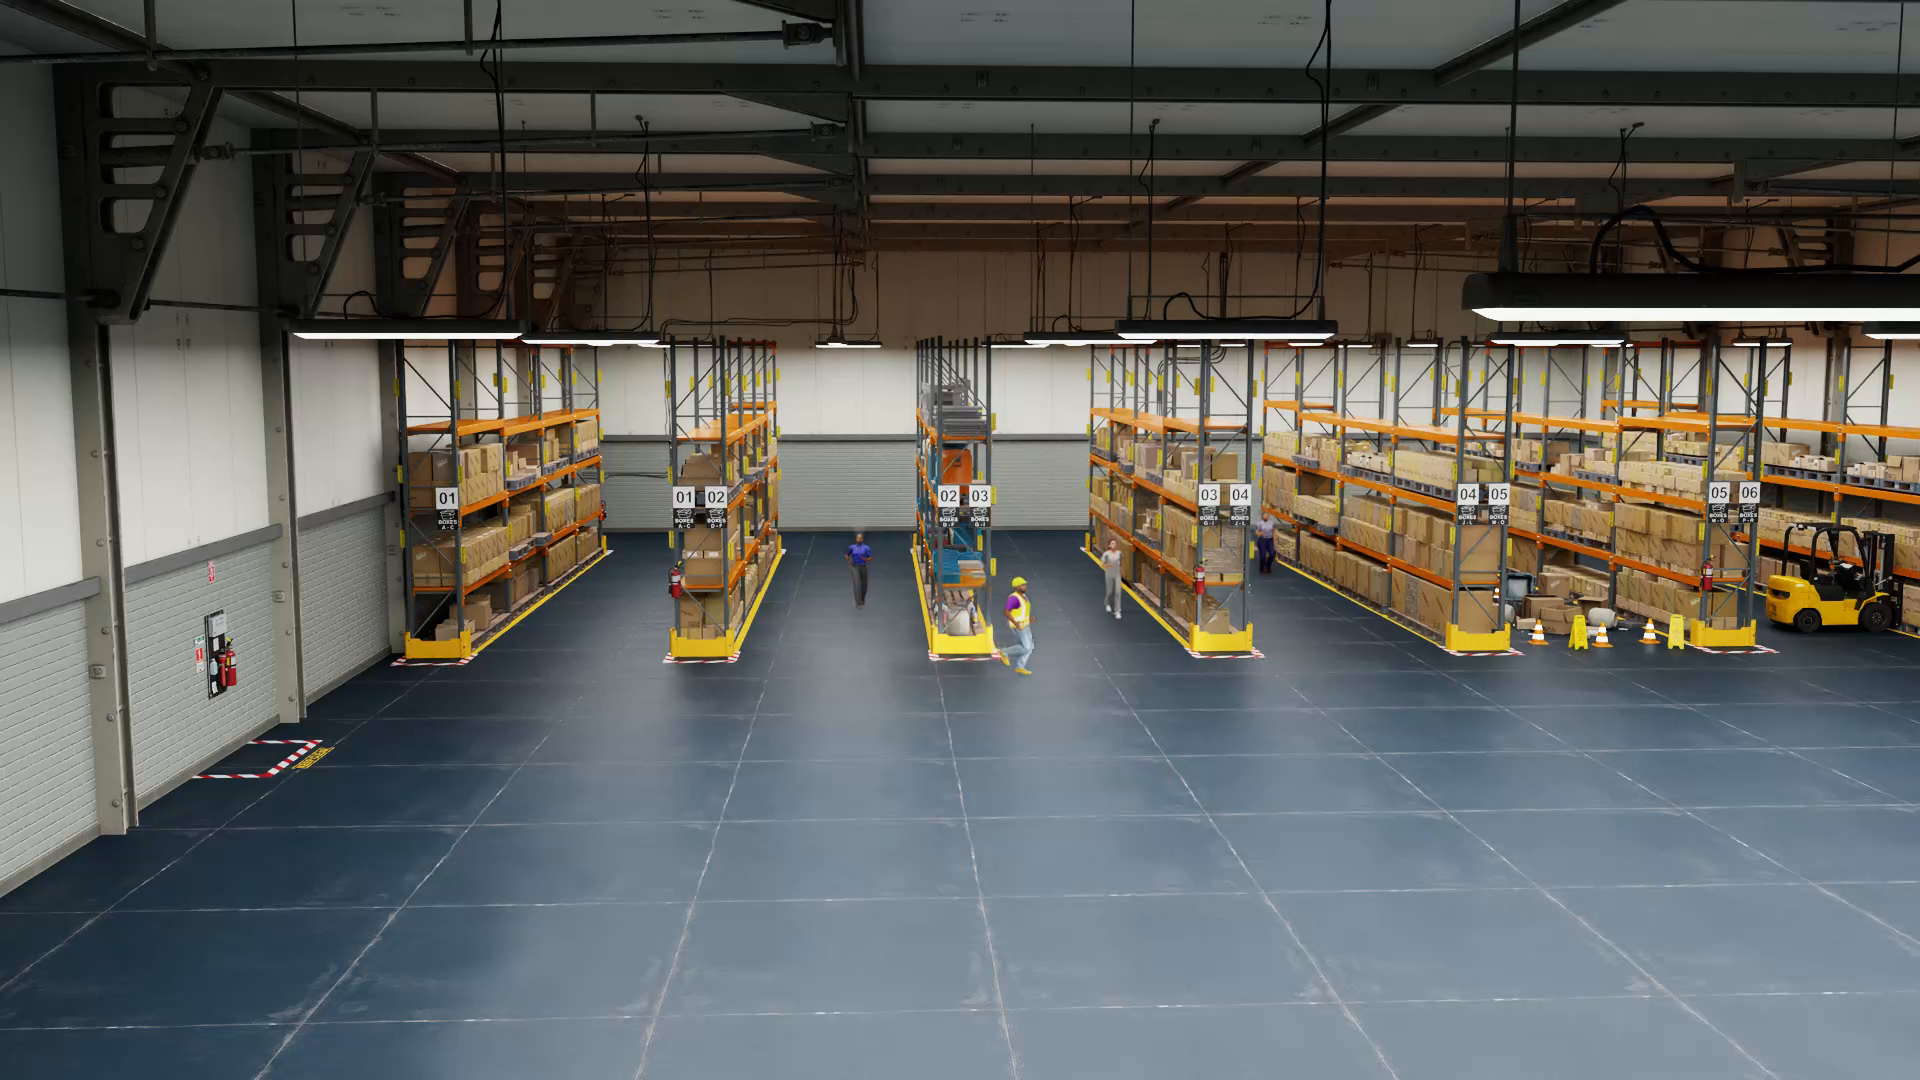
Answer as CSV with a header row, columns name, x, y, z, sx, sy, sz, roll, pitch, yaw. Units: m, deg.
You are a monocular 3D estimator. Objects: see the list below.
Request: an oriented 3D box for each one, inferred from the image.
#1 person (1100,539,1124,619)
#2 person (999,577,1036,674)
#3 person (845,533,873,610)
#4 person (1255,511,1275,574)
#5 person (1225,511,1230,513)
name,x,y,z,sx,sy,sz,roll,pitch,yaw
person,3.294,0.805,35.835,0.565,1.663,0.951,-1,7,-7
person,1.024,1.522,29.590,0.594,1.728,0.703,3,7,23
person,-2.196,0.670,36.292,0.583,1.617,0.924,-1,7,-8
person,7.856,0.088,42.605,0.589,1.616,0.583,-1,7,-6
person,7.584,-0.609,48.016,0.653,1.771,0.895,6,9,44
